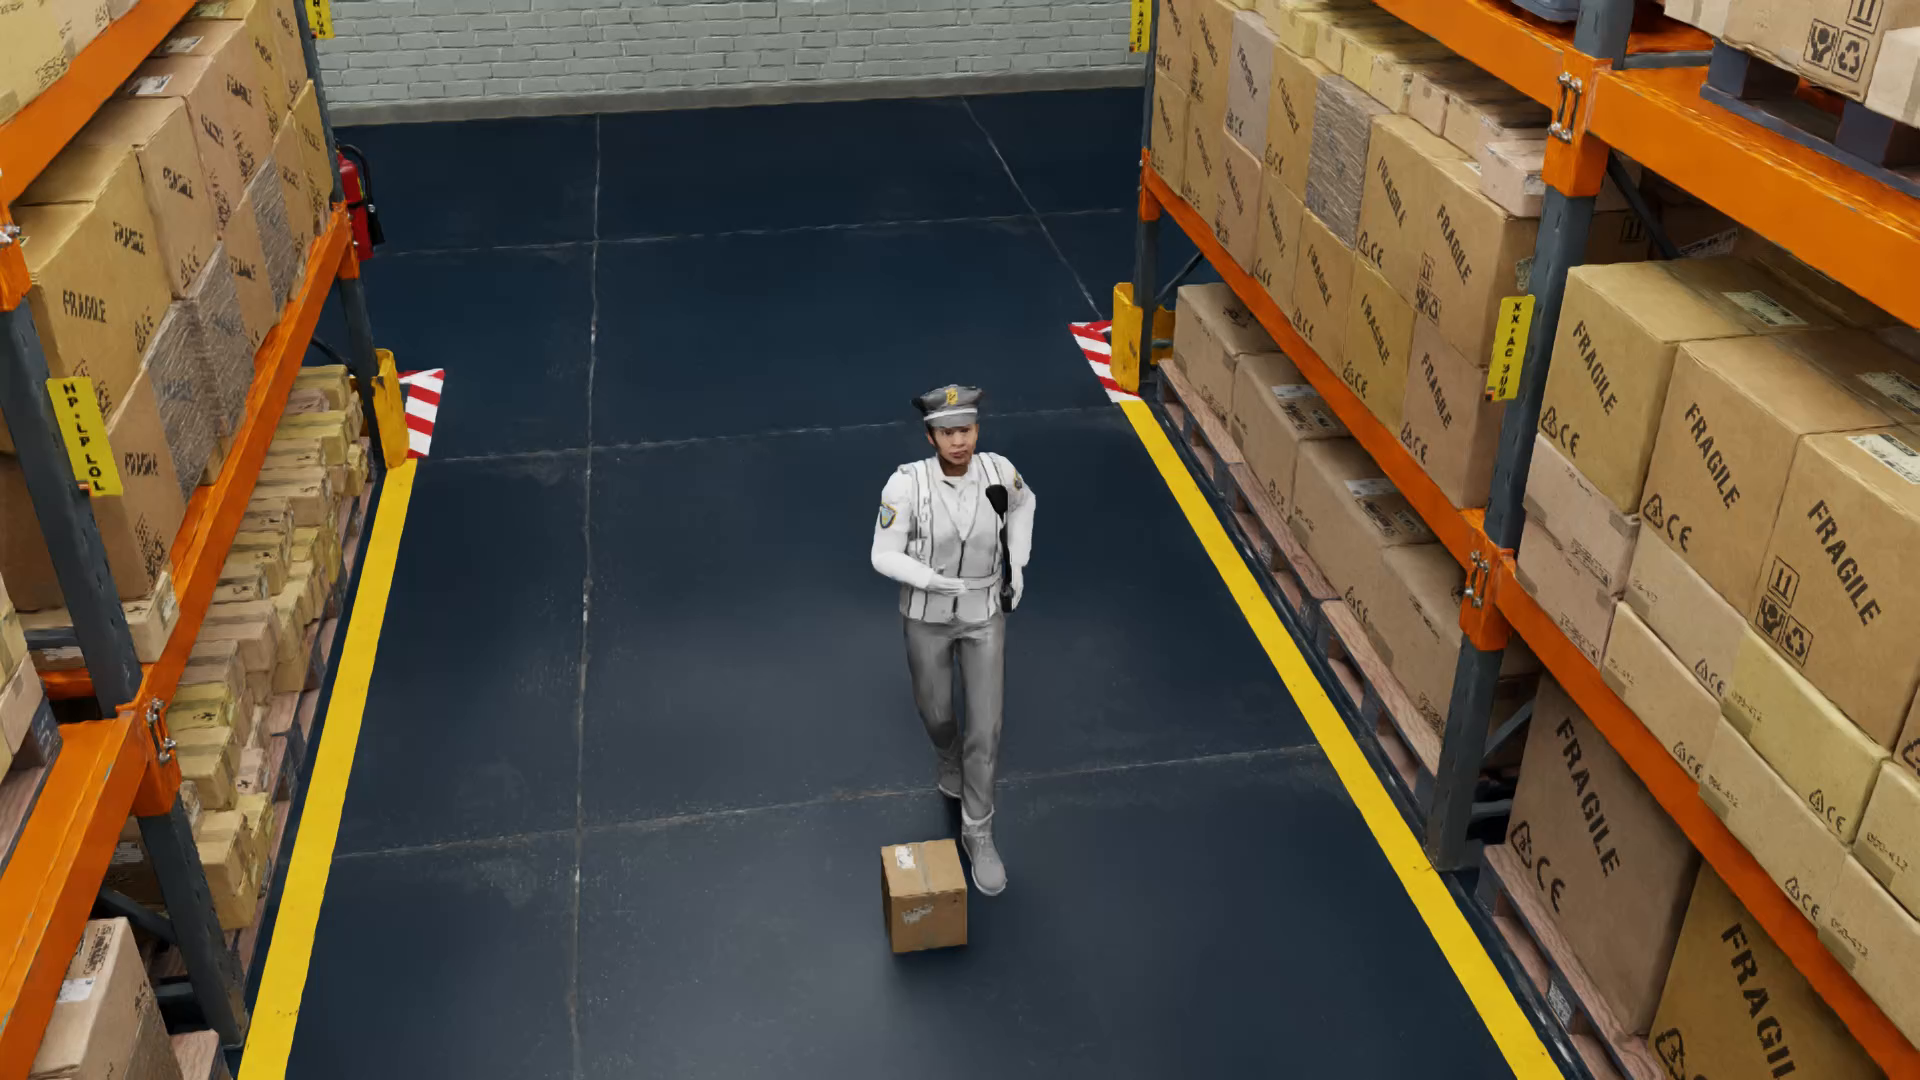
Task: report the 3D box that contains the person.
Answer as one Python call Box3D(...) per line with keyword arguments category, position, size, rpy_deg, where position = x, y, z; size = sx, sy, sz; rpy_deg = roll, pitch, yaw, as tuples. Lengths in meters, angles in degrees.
Box3D(category="person", position=(-0.006, 0.300, 5.608), size=(0.574, 1.686, 0.800), rpy_deg=(-1, 31, -2))
